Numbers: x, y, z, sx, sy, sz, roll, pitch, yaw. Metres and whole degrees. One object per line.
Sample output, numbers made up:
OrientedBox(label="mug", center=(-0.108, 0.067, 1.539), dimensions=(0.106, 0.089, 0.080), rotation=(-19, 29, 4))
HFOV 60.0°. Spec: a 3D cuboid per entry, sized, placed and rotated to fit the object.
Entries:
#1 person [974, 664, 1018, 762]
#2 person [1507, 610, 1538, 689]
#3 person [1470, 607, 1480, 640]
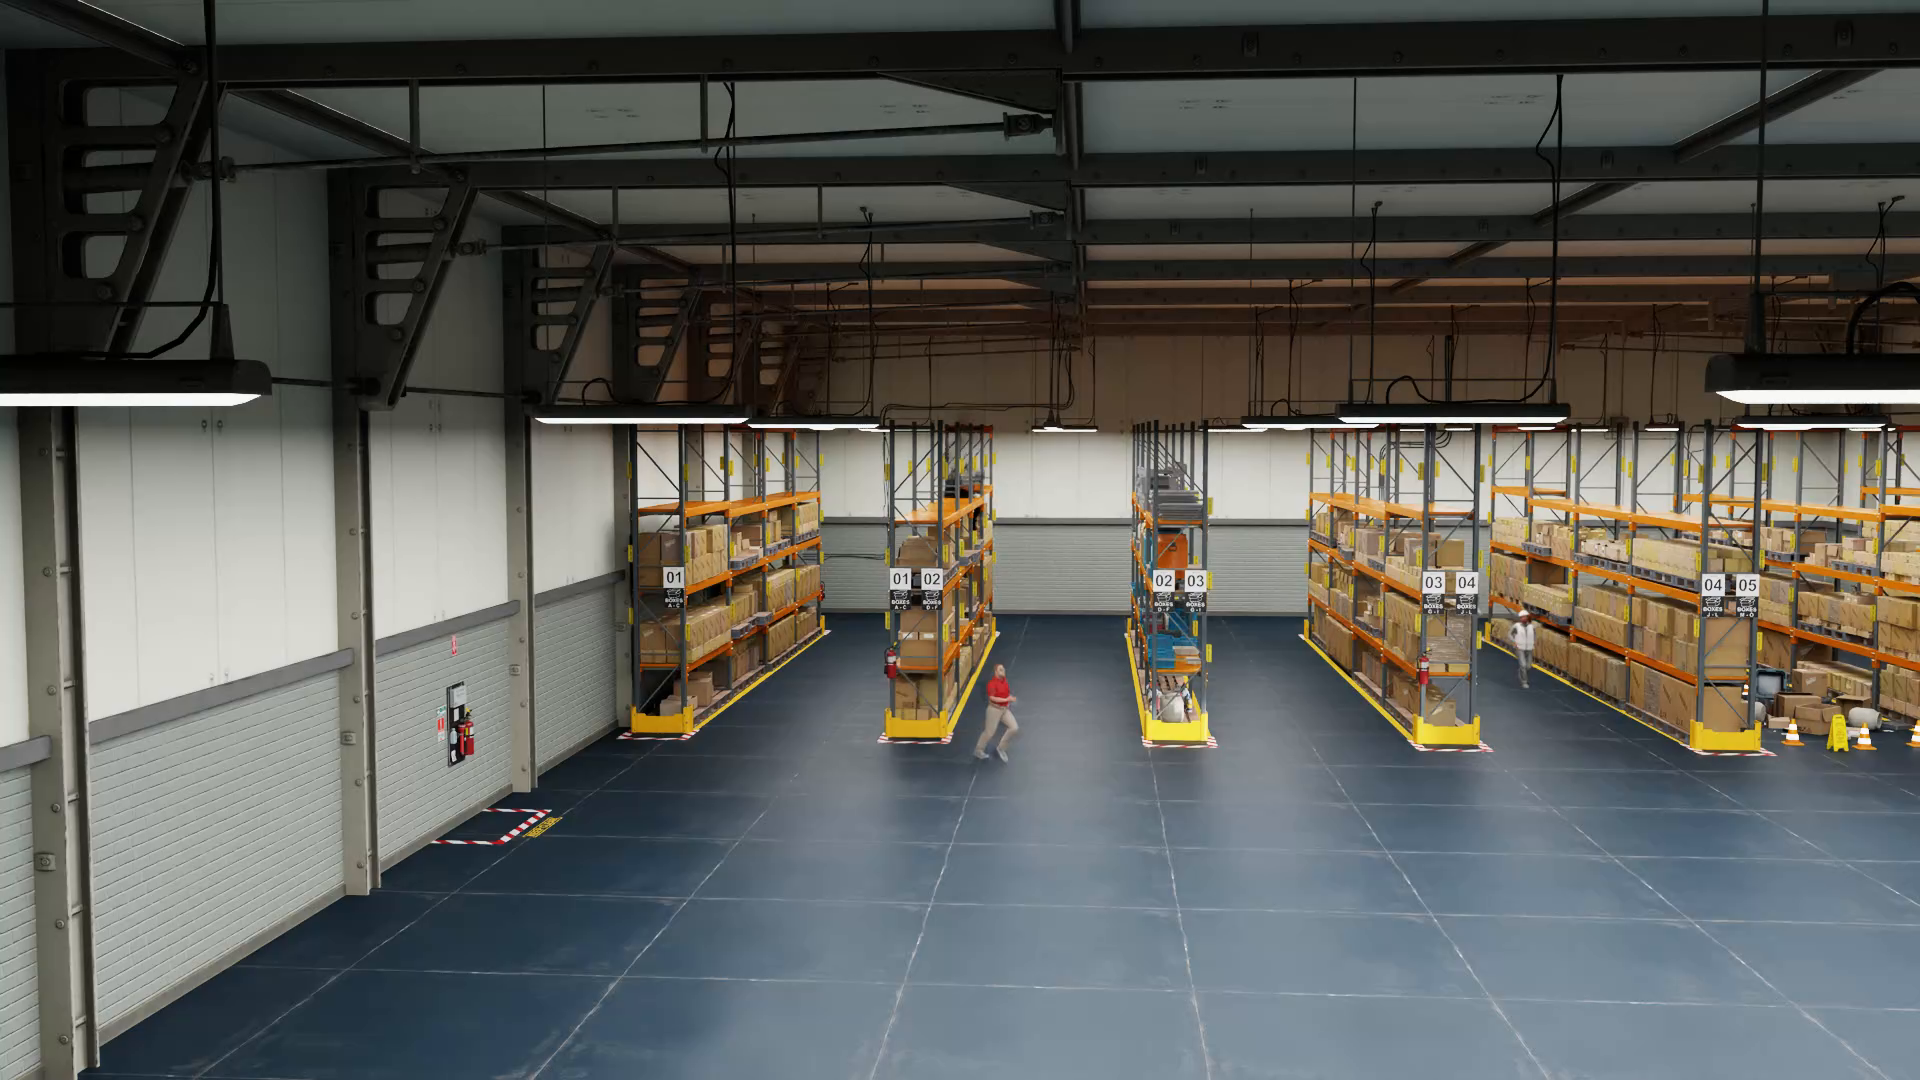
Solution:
OrientedBox(label="person", center=(0.677, 3.026, 29.106), dimensions=(0.881, 1.740, 0.674), rotation=(3, 5, 38))
OrientedBox(label="person", center=(12.809, 2.471, 37.840), dimensions=(0.661, 1.751, 0.748), rotation=(0, 4, -1))
OrientedBox(label="person", center=(13.288, 2.118, 43.501), dimensions=(0.621, 1.671, 0.876), rotation=(0, 4, 4))
